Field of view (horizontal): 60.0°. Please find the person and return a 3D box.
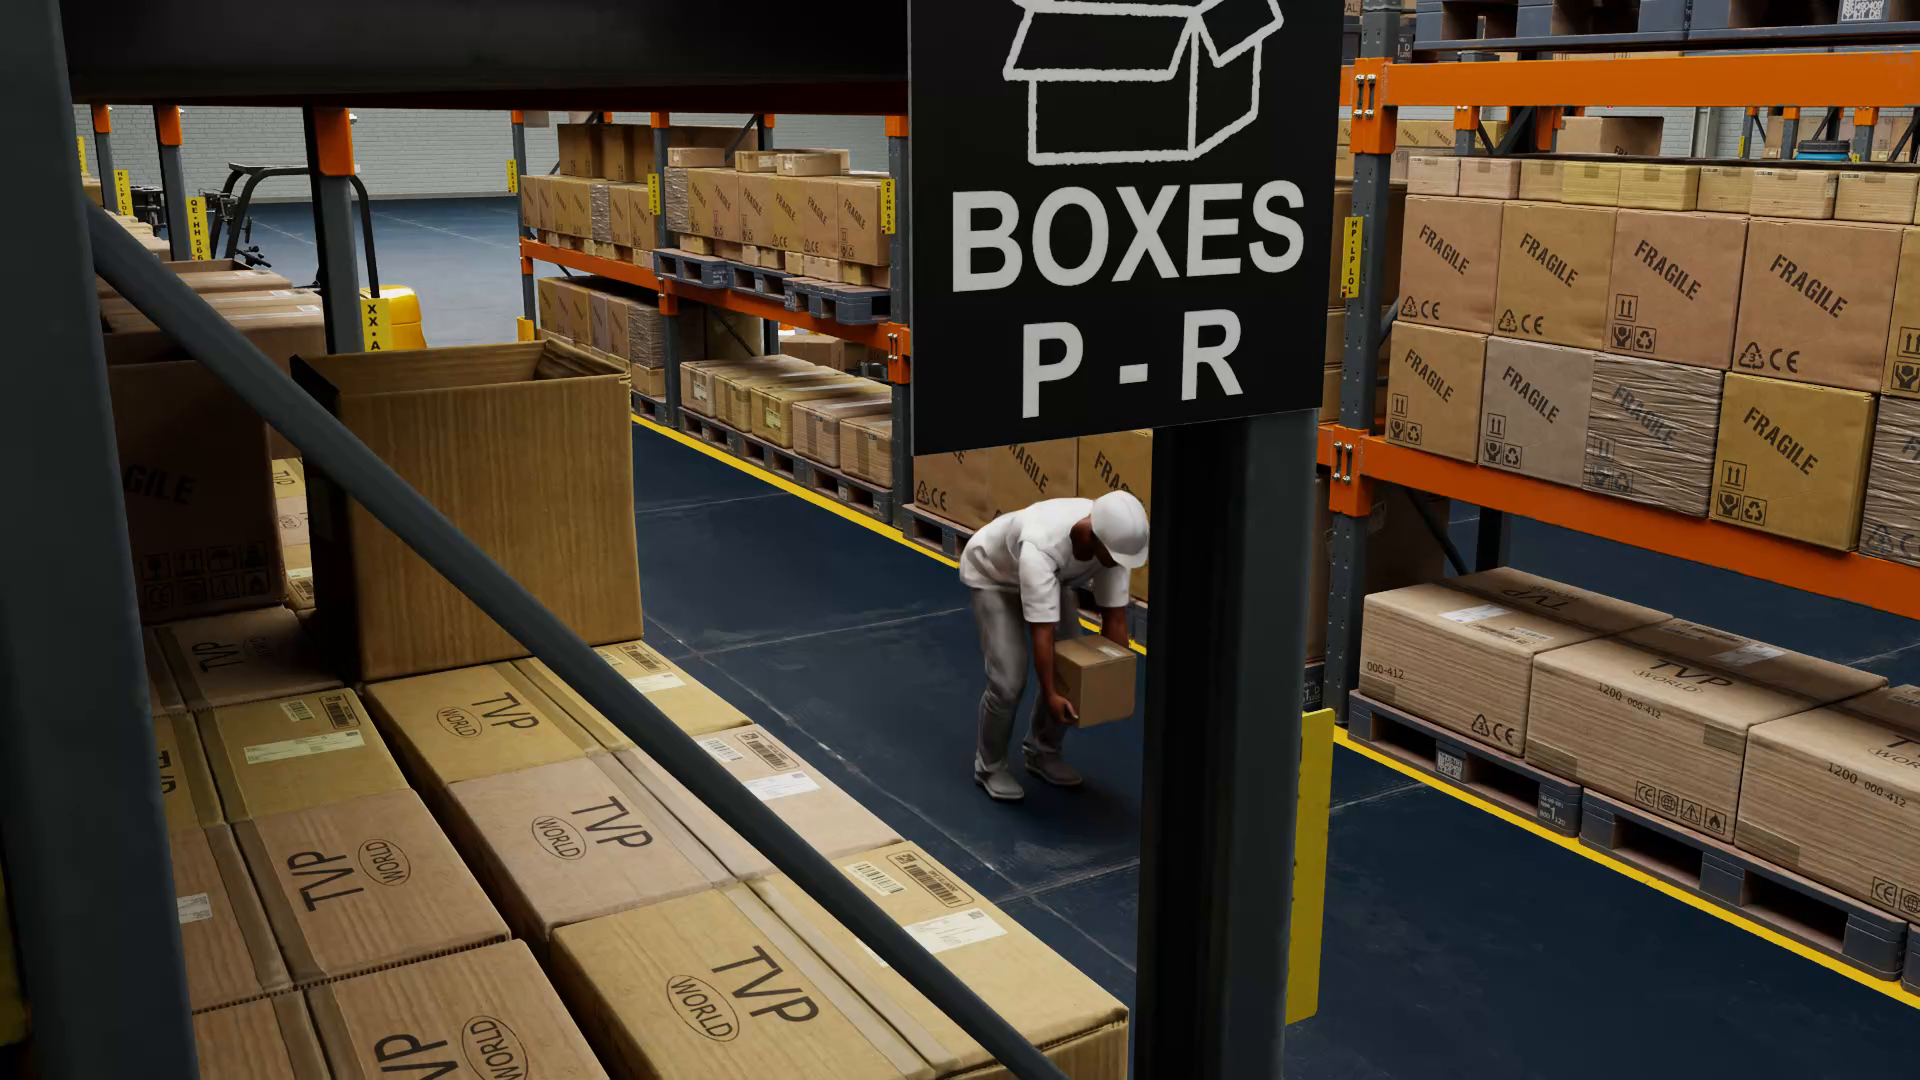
[{"bbox_3d":[0.385,0.387,6.385,0.492,1.311,0.923,-9,17,-32],"label":"person"}]
